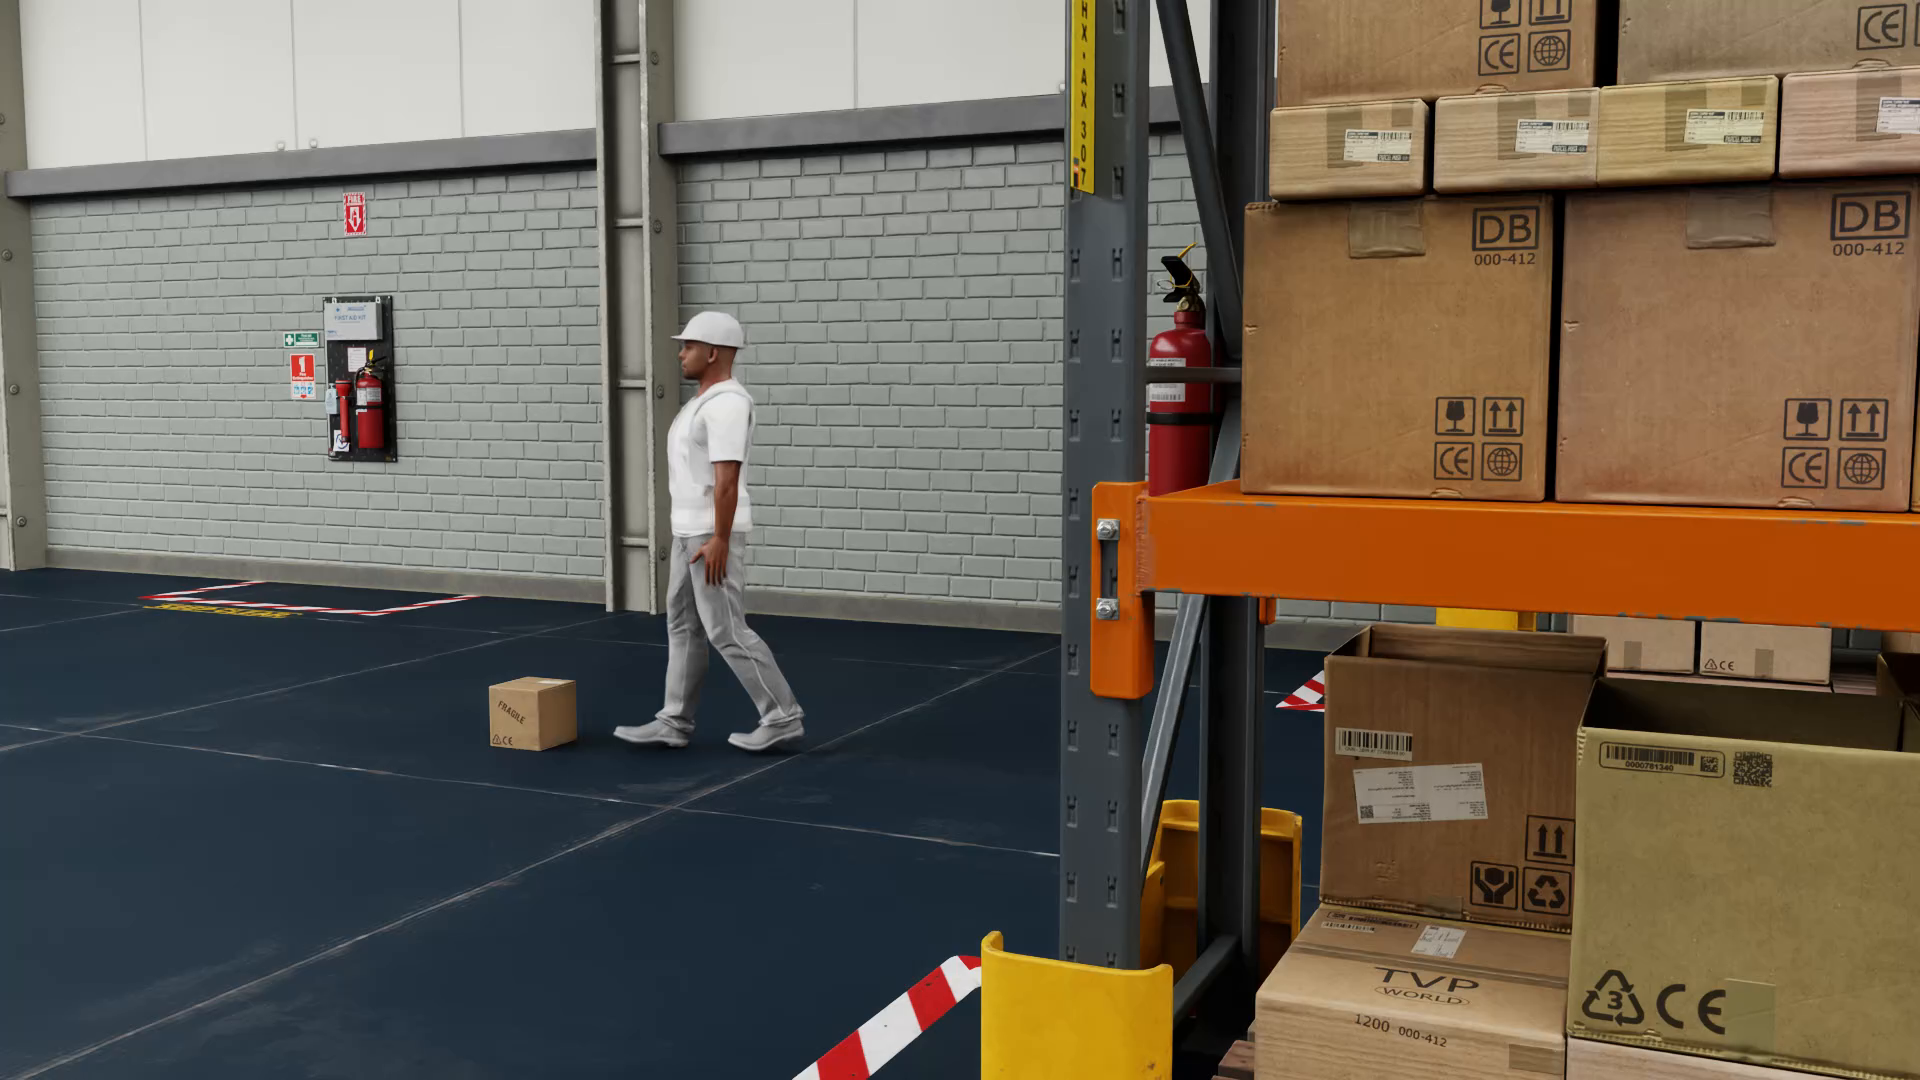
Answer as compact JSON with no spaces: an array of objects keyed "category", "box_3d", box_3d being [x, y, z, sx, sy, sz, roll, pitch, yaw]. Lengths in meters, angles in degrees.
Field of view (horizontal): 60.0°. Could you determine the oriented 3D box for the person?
[{"category":"person","box_3d":[-1.025,-0.026,6.677,0.736,1.768,0.577,-2,6,-16]}]
